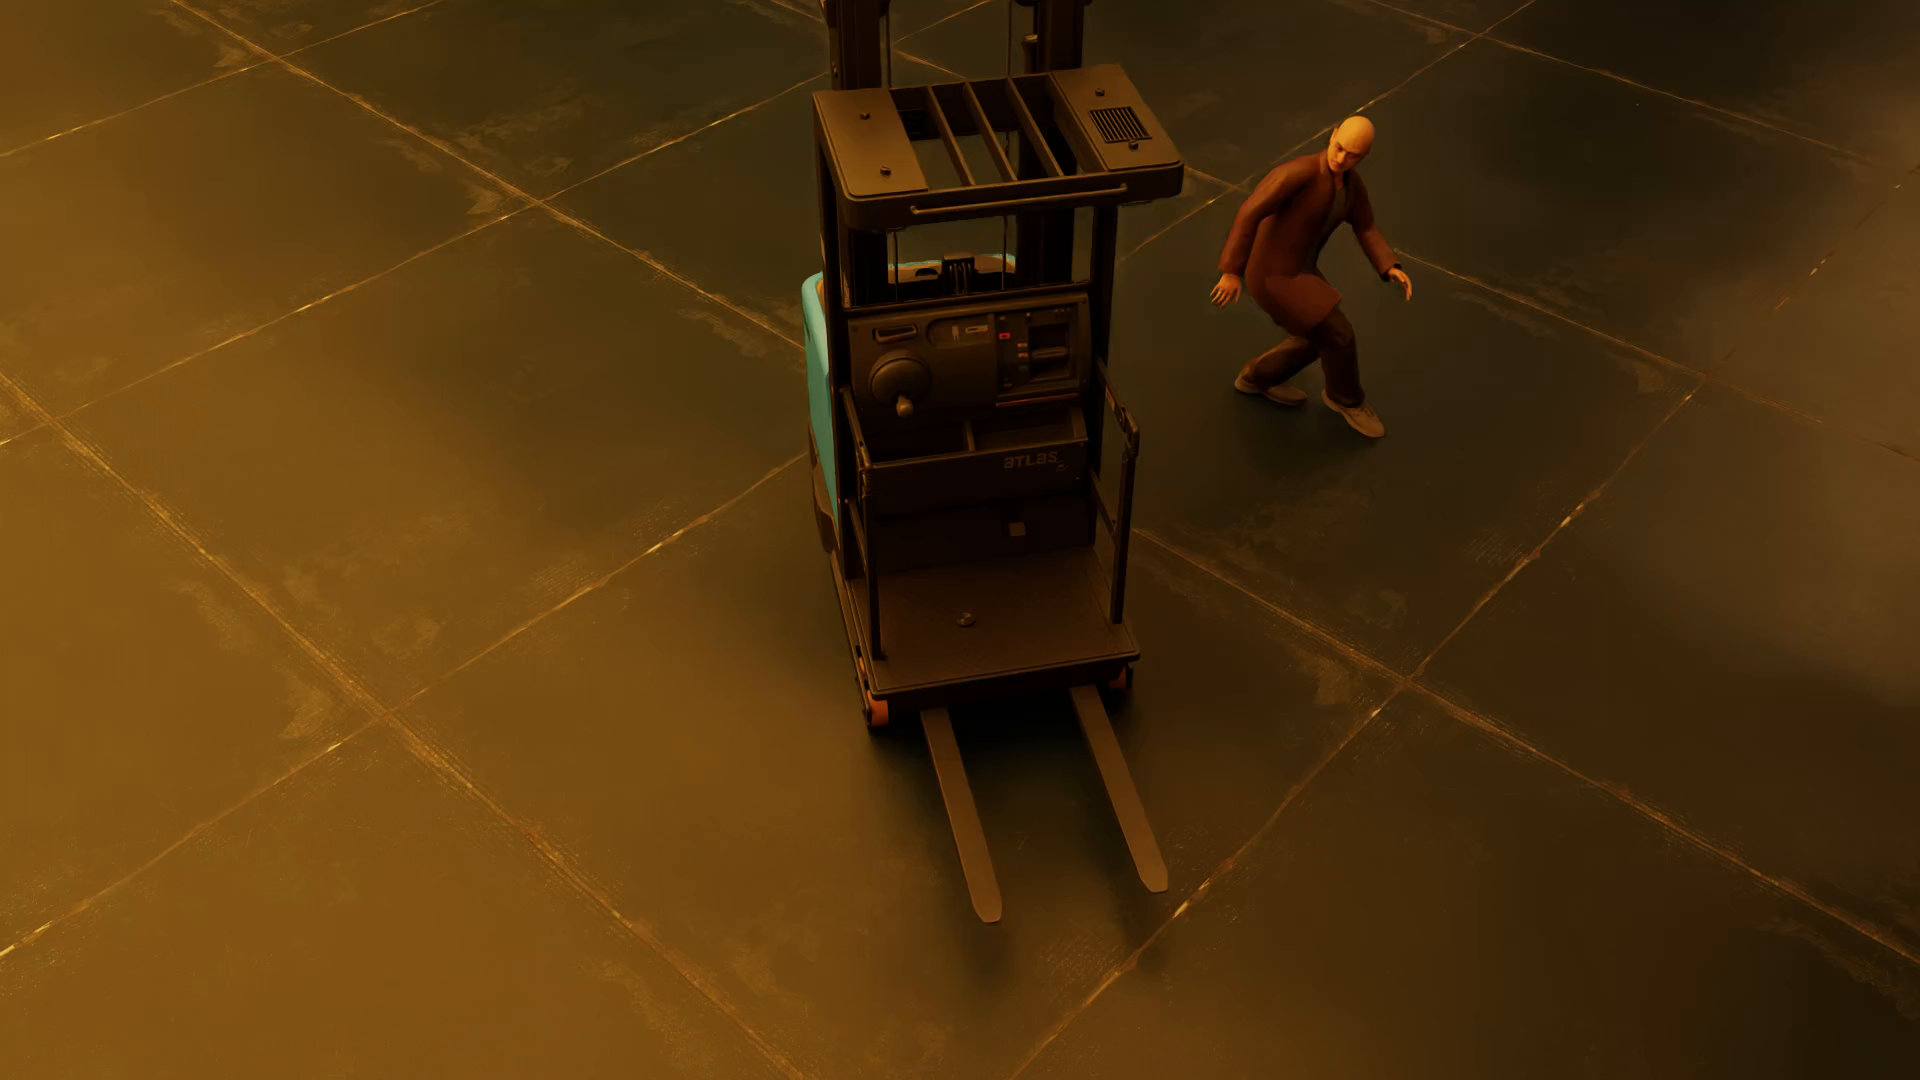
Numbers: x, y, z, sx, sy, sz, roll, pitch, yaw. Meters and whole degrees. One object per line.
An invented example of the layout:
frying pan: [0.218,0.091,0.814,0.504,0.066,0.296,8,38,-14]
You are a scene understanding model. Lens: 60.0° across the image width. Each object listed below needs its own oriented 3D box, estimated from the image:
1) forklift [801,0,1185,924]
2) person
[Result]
forklift: [0.091,-0.618,6.148,1.130,2.935,3.031,-8,41,-9]
person: [1.709,-1.196,7.870,0.829,1.599,0.804,22,45,24]
